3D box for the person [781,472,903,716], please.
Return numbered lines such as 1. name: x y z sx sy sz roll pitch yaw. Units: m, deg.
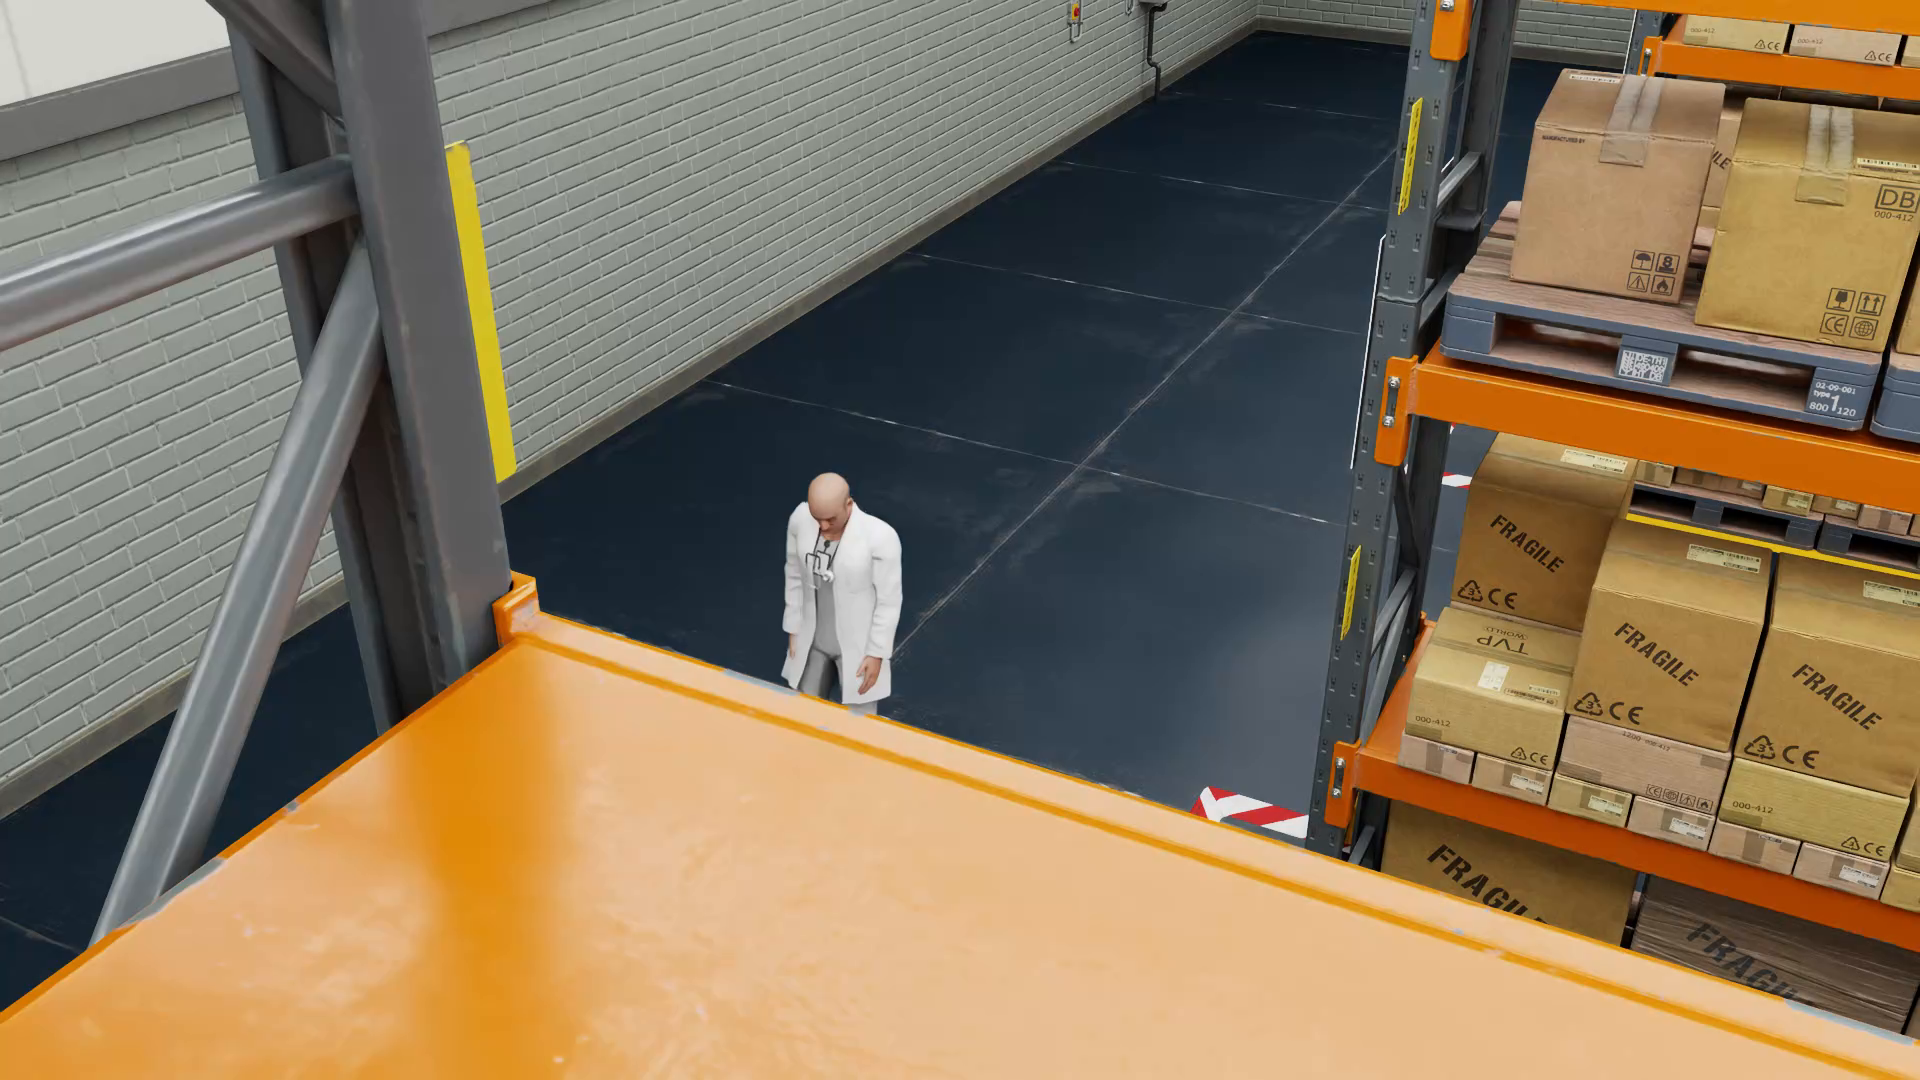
1. person: -0.524 0.461 7.386 0.583 1.738 0.403 15 33 25
